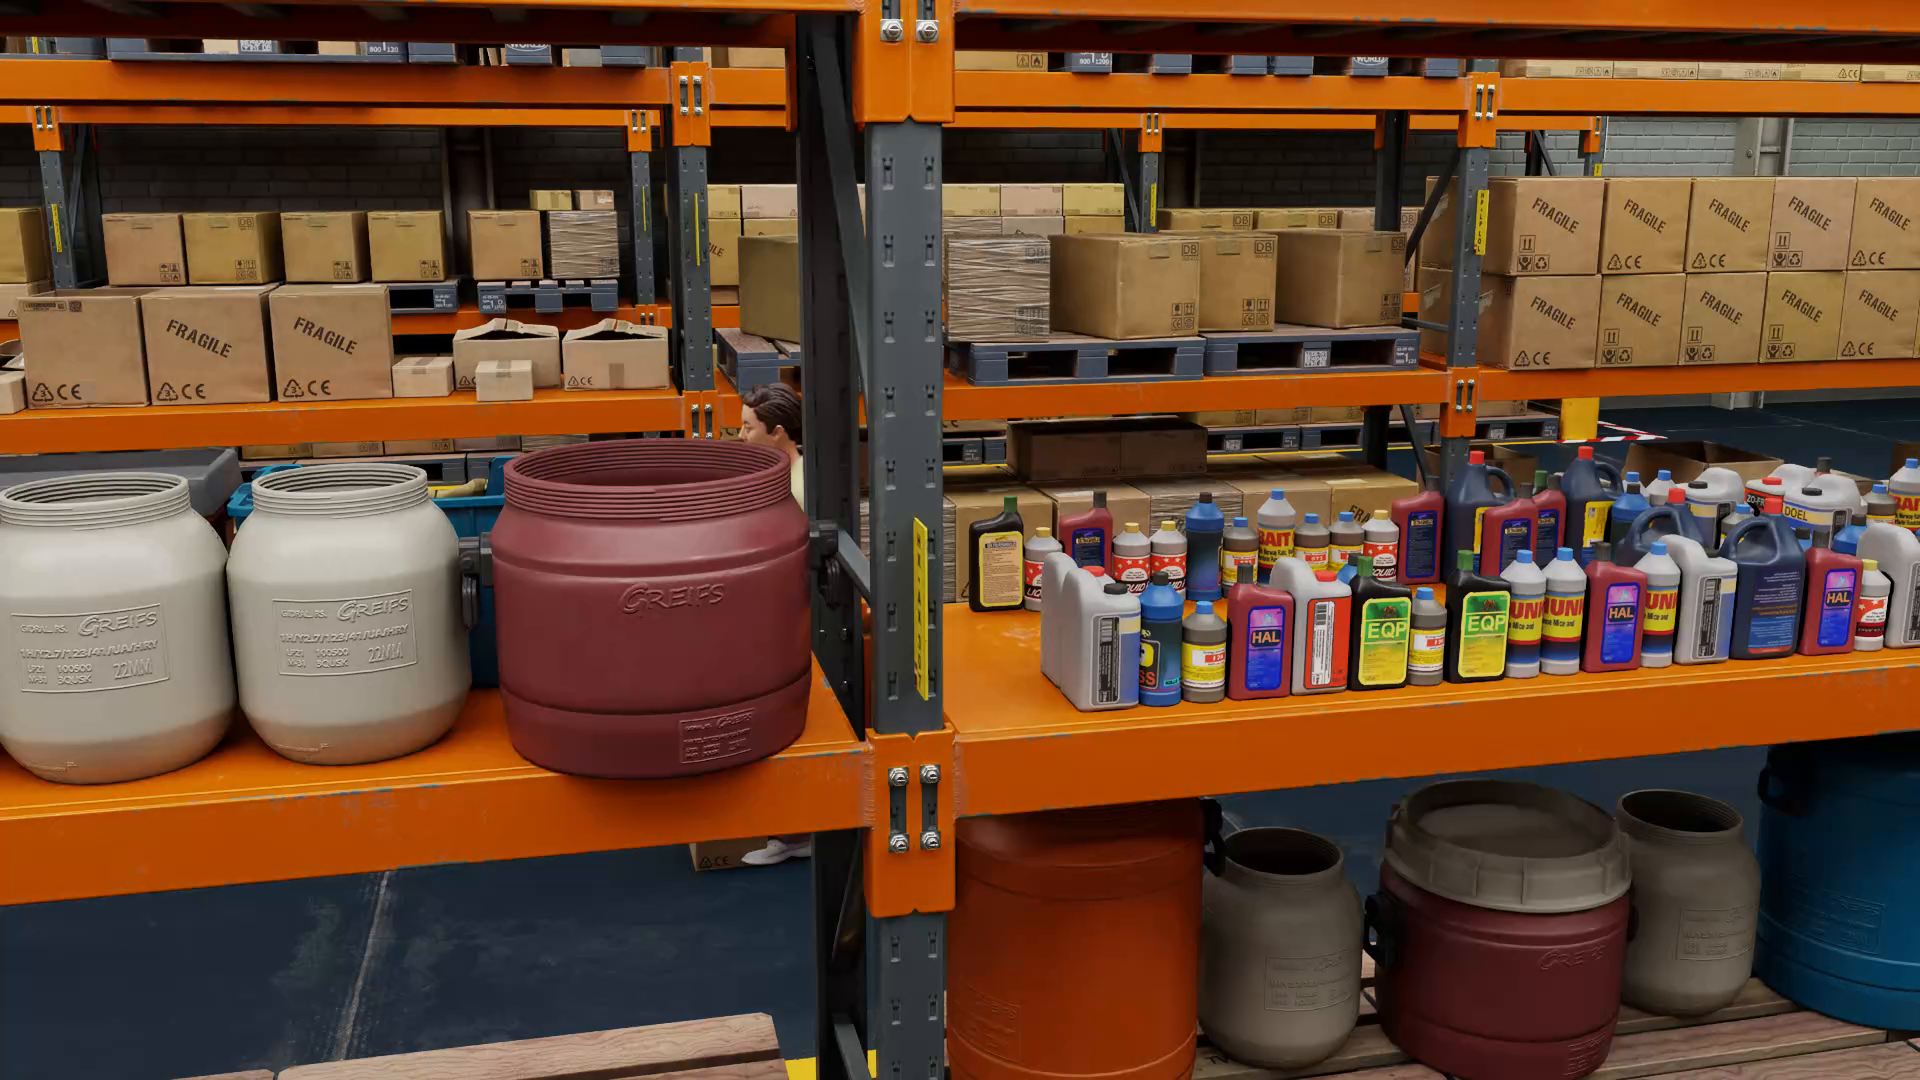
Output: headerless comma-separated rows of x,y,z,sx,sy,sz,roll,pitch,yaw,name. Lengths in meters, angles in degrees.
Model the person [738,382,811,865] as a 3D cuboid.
-0.608,0.286,5.742,0.406,1.668,0.512,-3,13,-15,person
